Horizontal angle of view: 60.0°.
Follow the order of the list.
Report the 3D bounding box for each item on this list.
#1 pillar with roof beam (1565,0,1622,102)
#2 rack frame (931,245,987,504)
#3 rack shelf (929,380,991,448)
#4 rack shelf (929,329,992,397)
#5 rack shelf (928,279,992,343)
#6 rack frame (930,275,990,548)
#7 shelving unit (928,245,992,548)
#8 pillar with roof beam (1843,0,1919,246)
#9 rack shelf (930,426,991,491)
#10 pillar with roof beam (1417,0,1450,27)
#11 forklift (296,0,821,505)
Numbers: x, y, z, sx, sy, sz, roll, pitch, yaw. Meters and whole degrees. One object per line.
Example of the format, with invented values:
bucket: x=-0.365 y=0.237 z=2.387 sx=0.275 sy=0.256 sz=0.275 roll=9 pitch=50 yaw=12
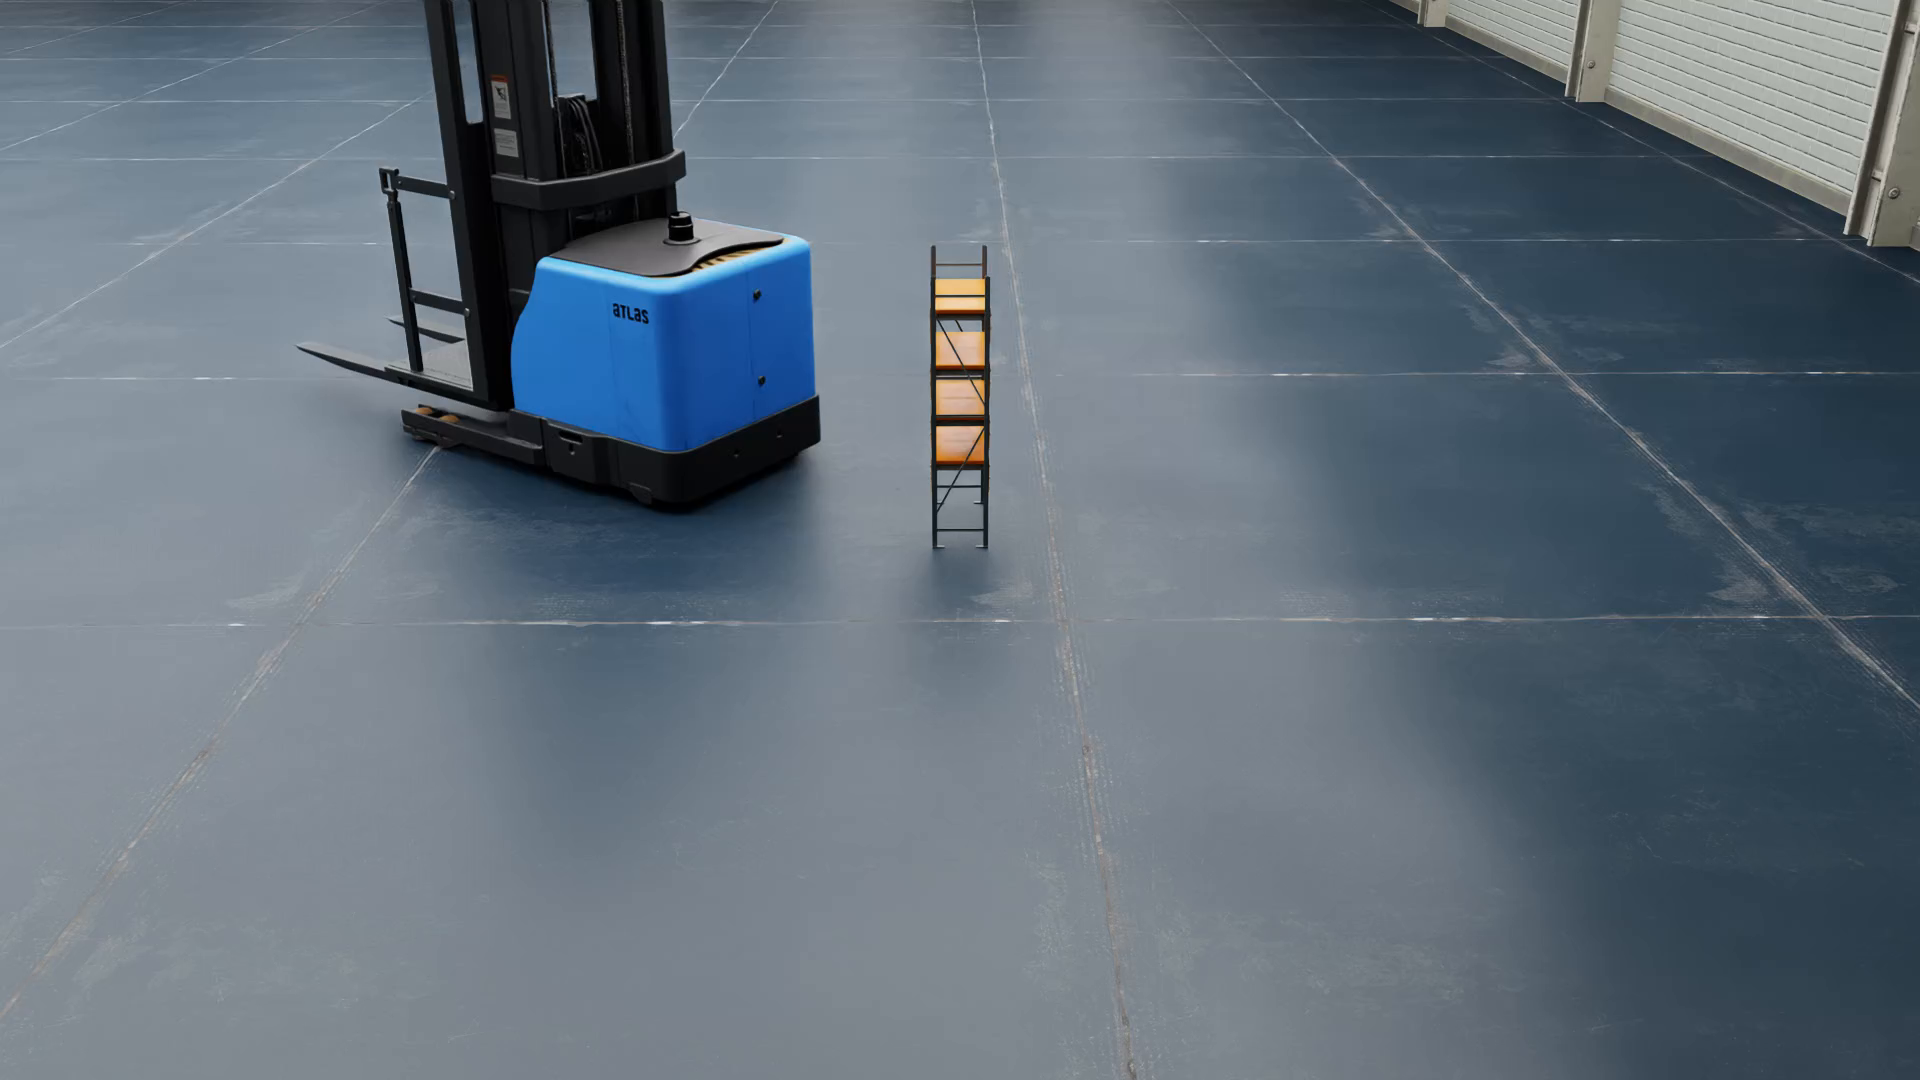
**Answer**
pillar with roof beam: x=2.294 y=-8.737 z=15.647 sx=9.100 sy=9.000 sz=0.400 roll=0 pitch=24 yaw=-1
rack frame: x=-0.004 y=-0.715 z=7.376 sx=0.240 sy=1.200 sz=0.015 roll=0 pitch=24 yaw=-1
rack shelf: x=-0.002 y=-0.554 z=7.181 sx=0.258 sy=0.148 sz=0.480 roll=0 pitch=24 yaw=-1
rack shelf: x=-0.002 y=-0.757 z=7.089 sx=0.258 sy=0.148 sz=0.480 roll=0 pitch=24 yaw=-1
rack shelf: x=-0.002 y=-0.973 z=6.992 sx=0.258 sy=0.148 sz=0.480 roll=0 pitch=24 yaw=-1
rack frame: x=0.001 y=-0.514 z=6.931 sx=0.240 sy=1.200 sz=0.015 roll=0 pitch=24 yaw=-1
shelving unit: x=-0.002 y=-0.615 z=7.154 sx=0.258 sy=1.200 sz=0.503 roll=0 pitch=24 yaw=-1
pillar with roof beam: x=2.360 y=-6.264 z=10.180 sx=9.100 sy=9.000 sz=0.400 roll=0 pitch=24 yaw=-1
rack shelf: x=-0.002 y=-0.373 z=7.263 sx=0.258 sy=0.148 sz=0.480 roll=0 pitch=24 yaw=-1
pillar with roof beam: x=2.229 y=-11.209 z=21.113 sx=9.100 sy=9.000 sz=0.400 roll=0 pitch=24 yaw=-1
forklift: x=-2.186 y=-1.951 z=8.007 sx=3.031 sy=2.935 sz=1.130 roll=16 pitch=29 yaw=31
